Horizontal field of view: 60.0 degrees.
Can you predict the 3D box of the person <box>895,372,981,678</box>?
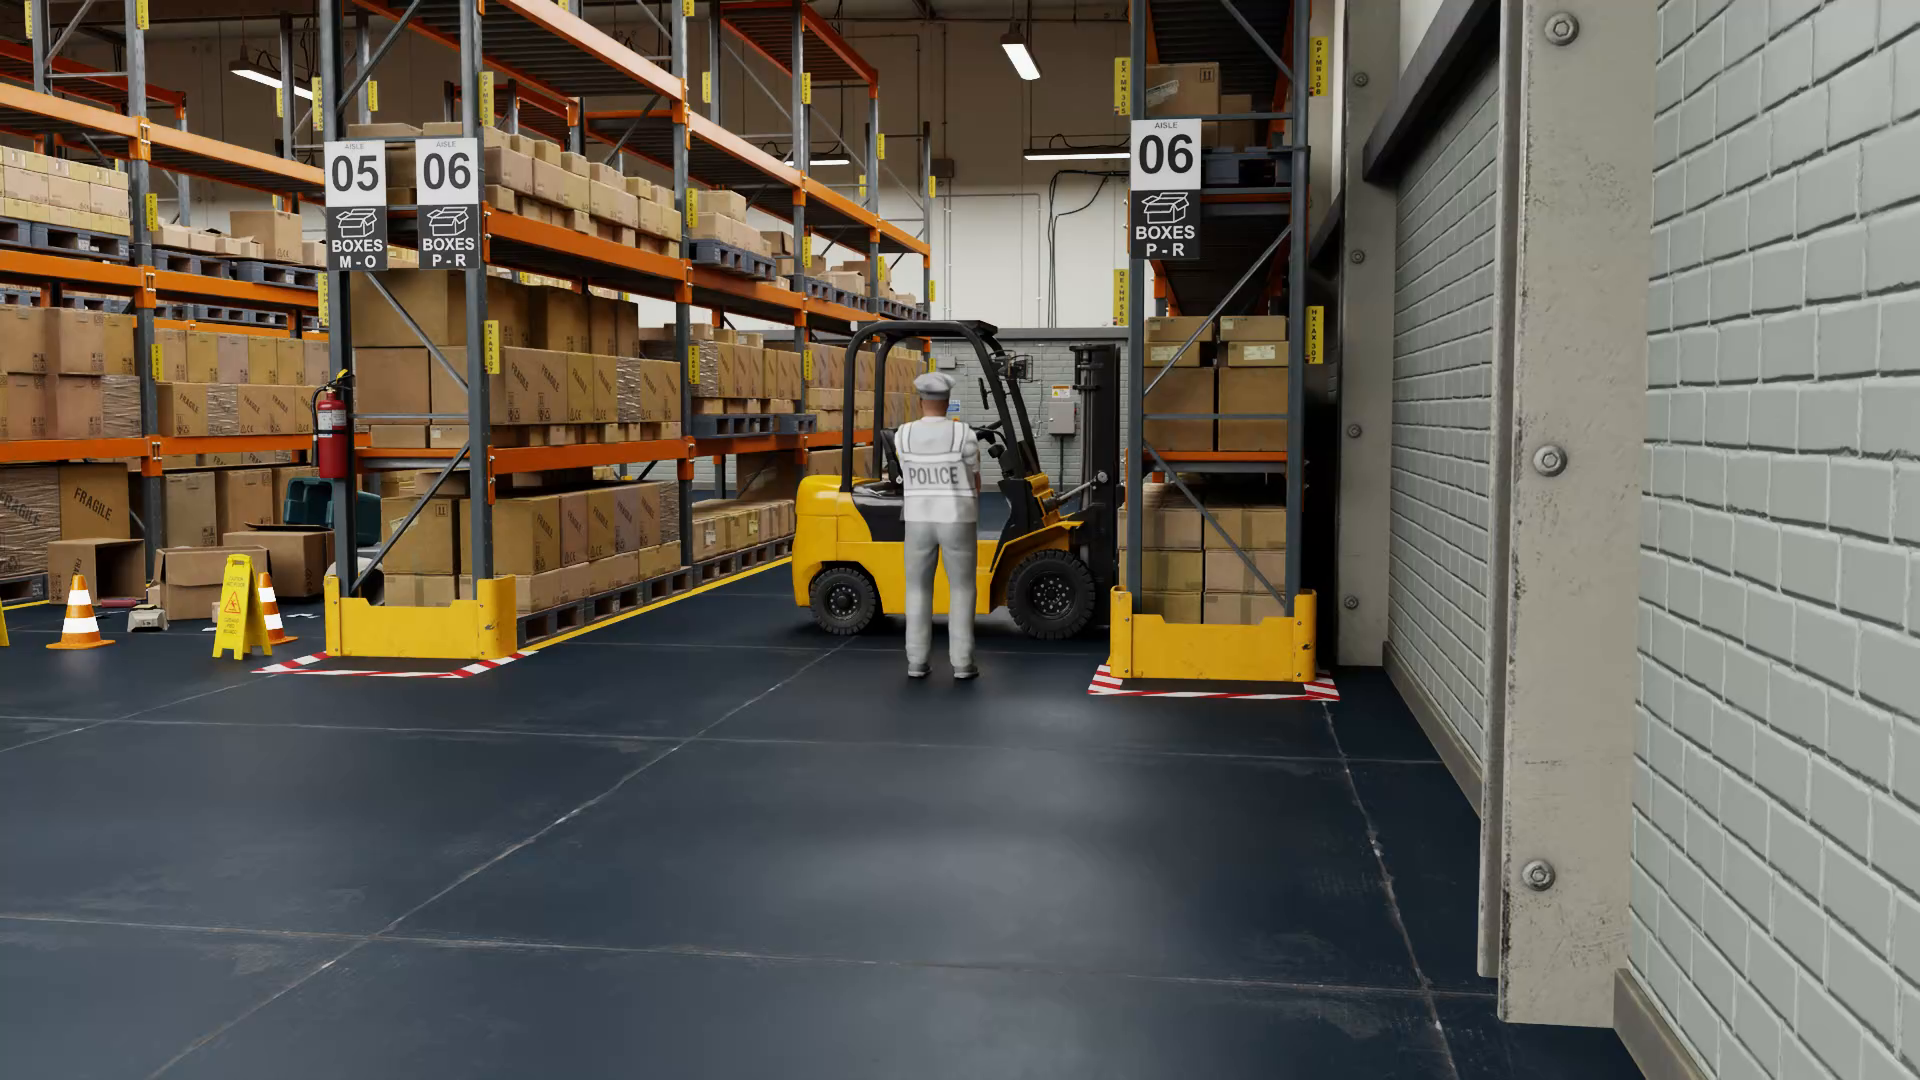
[{"bbox_3d":[-0.113,-0.090,9.695,0.494,1.763,0.556,1,4,10],"label":"person"}]
